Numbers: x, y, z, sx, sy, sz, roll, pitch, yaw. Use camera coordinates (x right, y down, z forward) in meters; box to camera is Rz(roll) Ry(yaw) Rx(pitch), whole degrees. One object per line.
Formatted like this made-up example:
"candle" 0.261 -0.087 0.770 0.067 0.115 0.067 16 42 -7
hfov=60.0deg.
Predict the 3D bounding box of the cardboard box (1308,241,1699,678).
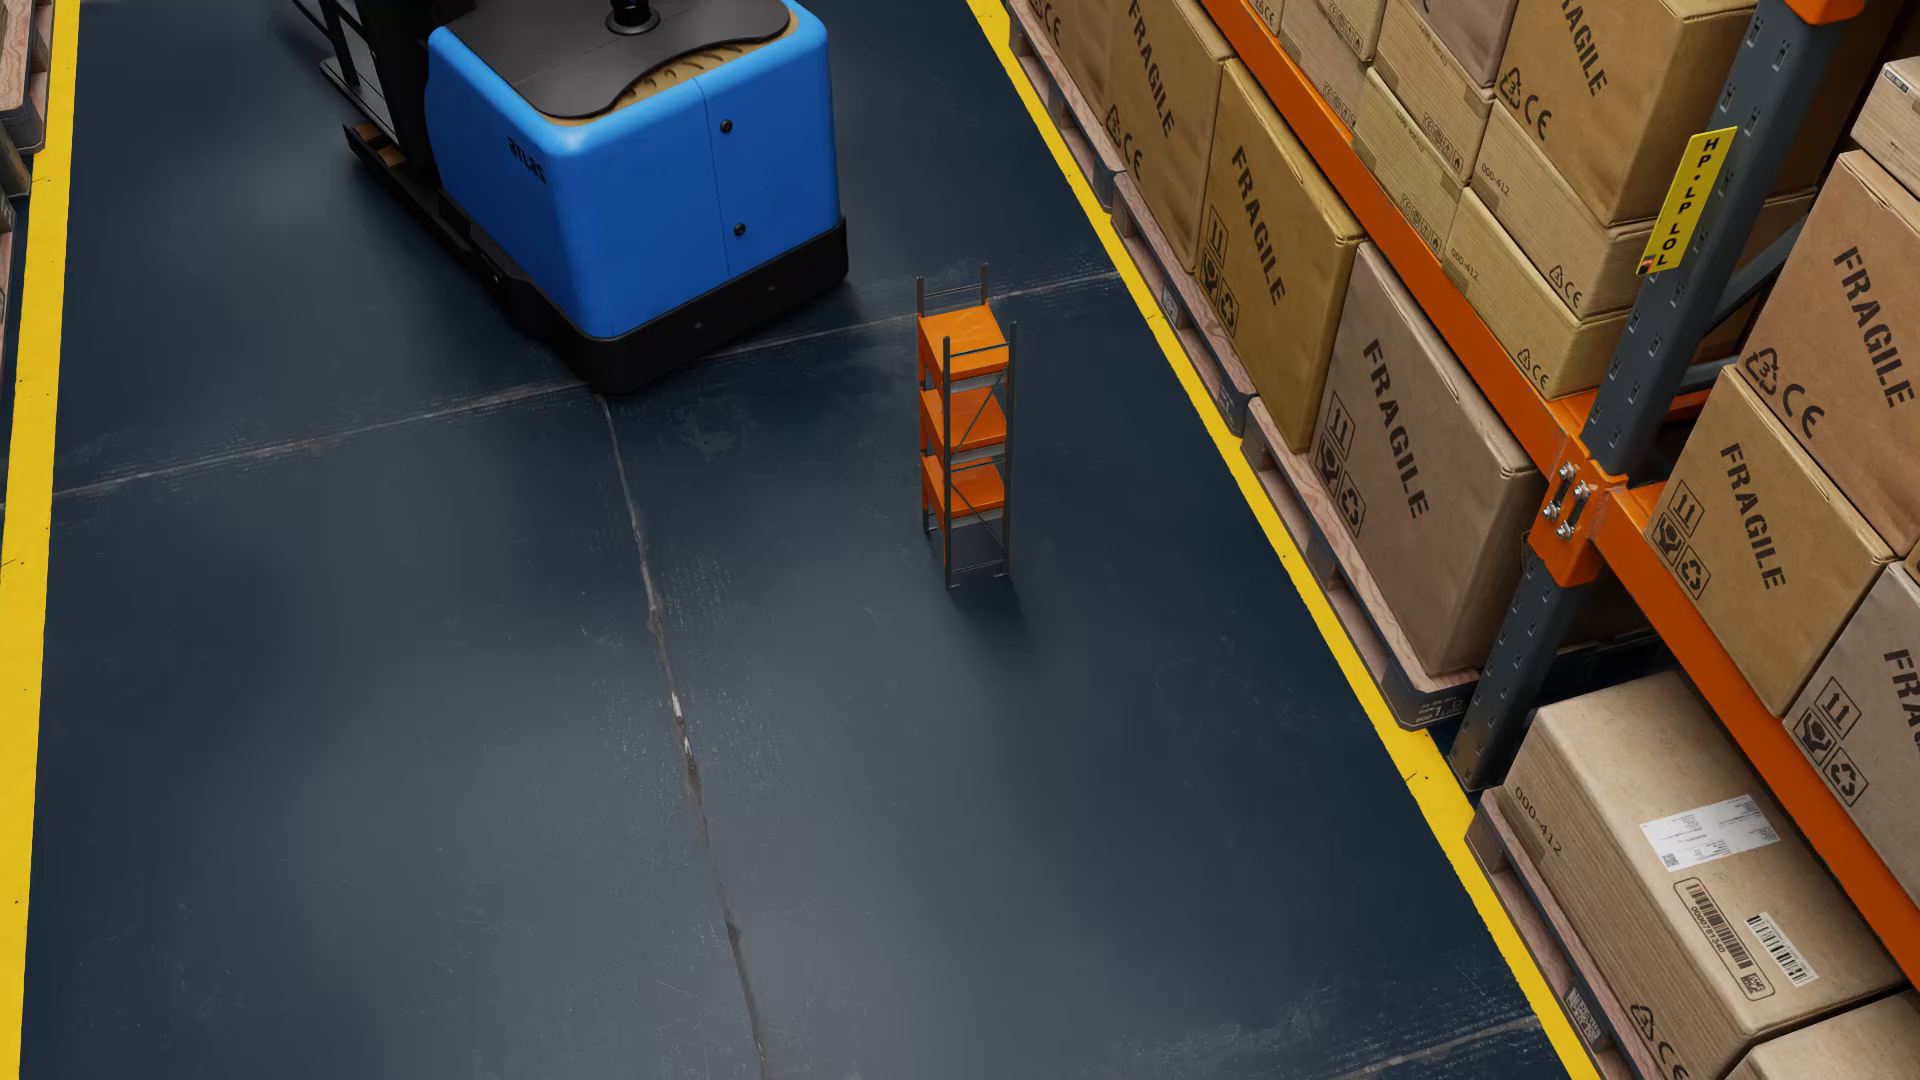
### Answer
"cardboard box" 1.615 -0.297 4.654 0.875 0.875 0.875 -12 51 -10

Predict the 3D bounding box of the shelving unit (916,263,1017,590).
"shelving unit" 0.016 -0.299 4.816 0.215 1.050 0.252 -13 51 -11

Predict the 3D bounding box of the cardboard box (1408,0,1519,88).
"cardboard box" 1.343 -1.412 3.759 0.500 0.500 0.500 -12 51 -10

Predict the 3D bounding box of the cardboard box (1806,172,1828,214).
"cardboard box" 2.015 -0.910 3.826 0.500 0.250 0.500 -15 51 -12

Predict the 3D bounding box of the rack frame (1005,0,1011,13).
"rack frame" 0.692 -3.333 6.098 1.000 3.000 0.127 -13 51 -11

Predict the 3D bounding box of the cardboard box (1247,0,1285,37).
"cardboard box" 1.064 -1.756 4.866 0.500 0.250 0.500 -13 51 -11

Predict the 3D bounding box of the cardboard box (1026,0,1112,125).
"cardboard box" 0.817 -2.261 6.309 0.875 0.875 0.875 -14 51 -11

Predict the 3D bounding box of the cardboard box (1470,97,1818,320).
"cardboard box" 1.513 -0.792 3.727 0.500 0.250 0.500 -13 51 -11

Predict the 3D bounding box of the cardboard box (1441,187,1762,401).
"cardboard box" 1.502 -0.634 3.921 0.500 0.250 0.500 -14 51 -12

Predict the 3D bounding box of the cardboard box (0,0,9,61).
"cardboard box" -4.220 -2.037 6.284 0.875 0.625 0.625 -12 51 -10

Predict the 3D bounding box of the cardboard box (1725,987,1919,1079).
"cardboard box" 2.224 1.415 3.496 0.875 0.438 0.875 -15 51 -12

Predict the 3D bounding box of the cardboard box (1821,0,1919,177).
"cardboard box" 2.020 -1.153 3.541 0.500 0.500 0.500 -13 51 -11

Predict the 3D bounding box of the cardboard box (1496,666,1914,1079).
"cardboard box" 1.958 0.761 4.047 0.875 0.438 0.875 -14 51 -12

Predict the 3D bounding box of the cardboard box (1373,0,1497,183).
"cardboard box" 1.358 -1.155 4.033 0.500 0.250 0.500 -12 51 -10

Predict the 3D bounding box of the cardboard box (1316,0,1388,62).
"cardboard box" 1.199 -1.532 4.351 0.500 0.250 0.500 -12 51 -10

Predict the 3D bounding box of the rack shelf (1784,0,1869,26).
"rack shelf" 2.467 0.314 1.532 1.077 0.370 4.000 -13 51 -11

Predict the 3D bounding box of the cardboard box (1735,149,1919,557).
"cardboard box" 1.785 -0.364 2.876 0.500 0.500 0.500 -13 51 -11

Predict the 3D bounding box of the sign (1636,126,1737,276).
"sign" 1.360 -0.630 3.114 0.100 0.325 0.005 -13 51 -11

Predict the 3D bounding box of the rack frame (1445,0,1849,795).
"rack frame" 1.875 -0.412 3.635 1.000 3.000 0.127 -13 51 -11

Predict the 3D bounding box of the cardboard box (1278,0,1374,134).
"cardboard box" 1.221 -1.379 4.549 0.500 0.250 0.500 -15 51 -12

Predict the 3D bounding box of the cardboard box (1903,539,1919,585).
"cardboard box" 1.928 0.006 2.563 0.500 0.500 0.500 -14 51 -11

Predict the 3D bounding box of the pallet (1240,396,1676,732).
"pallet" 1.575 -0.060 5.162 1.003 0.211 1.213 -13 51 -11

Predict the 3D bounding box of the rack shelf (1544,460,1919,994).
"rack shelf" 2.467 1.281 2.679 1.077 0.370 4.000 -13 51 -11

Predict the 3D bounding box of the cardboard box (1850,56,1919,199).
"cardboard box" 1.721 -0.686 2.723 0.380 0.149 0.250 -14 51 -12

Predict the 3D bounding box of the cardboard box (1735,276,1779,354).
"cardboard box" 1.997 -0.745 4.014 0.500 0.250 0.500 -14 51 -12

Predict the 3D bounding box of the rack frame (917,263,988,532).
"rack frame" -0.020 -0.388 4.891 0.200 1.050 0.008 -13 51 -11

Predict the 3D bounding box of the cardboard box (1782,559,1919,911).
"cardboard box" 1.909 0.326 2.948 0.500 0.500 0.500 -13 51 -11

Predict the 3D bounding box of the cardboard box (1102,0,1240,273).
"cardboard box" 1.077 -1.608 5.759 0.875 0.875 0.875 -13 51 -11

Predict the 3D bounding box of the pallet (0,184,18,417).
"pallet" -3.864 -0.756 5.749 1.003 0.211 1.213 -13 51 -11

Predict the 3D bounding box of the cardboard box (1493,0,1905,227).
"cardboard box" 1.503 -1.036 3.442 0.500 0.500 0.500 -12 51 -10

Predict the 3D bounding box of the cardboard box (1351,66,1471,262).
"cardboard box" 1.352 -1.007 4.235 0.500 0.250 0.500 -14 51 -11

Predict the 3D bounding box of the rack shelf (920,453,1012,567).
"rack shelf" 0.016 -0.113 5.036 0.215 0.259 0.240 -13 51 -11

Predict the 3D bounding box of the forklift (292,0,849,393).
"forklift" -1.721 -2.505 5.445 1.130 2.935 3.031 -32 57 -24

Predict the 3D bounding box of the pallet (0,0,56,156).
"pallet" -4.254 -1.920 6.730 1.003 0.211 1.213 -13 51 -11

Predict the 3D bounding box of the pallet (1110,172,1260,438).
"pallet" 1.211 -0.952 5.915 1.003 0.211 1.213 -13 51 -11

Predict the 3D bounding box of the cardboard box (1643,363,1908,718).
"cardboard box" 1.764 -0.042 3.258 0.500 0.500 0.500 -12 51 -10

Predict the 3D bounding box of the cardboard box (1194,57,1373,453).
"cardboard box" 1.341 -0.955 5.208 0.875 0.875 0.875 -12 51 -10

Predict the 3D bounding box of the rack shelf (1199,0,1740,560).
"rack shelf" 1.284 -1.641 5.142 1.077 0.370 4.000 -13 51 -11

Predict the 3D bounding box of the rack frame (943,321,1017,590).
"rack frame" 0.052 -0.210 4.741 0.200 1.050 0.008 -13 51 -11

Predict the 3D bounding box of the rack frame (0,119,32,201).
"rack frame" -4.048 -2.208 5.150 1.000 3.000 0.127 -13 51 -11

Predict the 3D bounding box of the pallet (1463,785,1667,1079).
"pallet" 2.025 1.060 4.218 1.003 0.211 1.213 -13 51 -11

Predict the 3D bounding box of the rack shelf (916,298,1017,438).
"rack shelf" 0.016 -0.475 4.607 0.215 0.259 0.240 -13 51 -11

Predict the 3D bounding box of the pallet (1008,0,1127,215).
"pallet" 0.853 -1.842 6.665 1.003 0.211 1.213 -13 51 -11

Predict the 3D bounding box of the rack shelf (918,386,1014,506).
"rack shelf" 0.016 -0.292 4.824 0.215 0.259 0.240 -13 51 -11
